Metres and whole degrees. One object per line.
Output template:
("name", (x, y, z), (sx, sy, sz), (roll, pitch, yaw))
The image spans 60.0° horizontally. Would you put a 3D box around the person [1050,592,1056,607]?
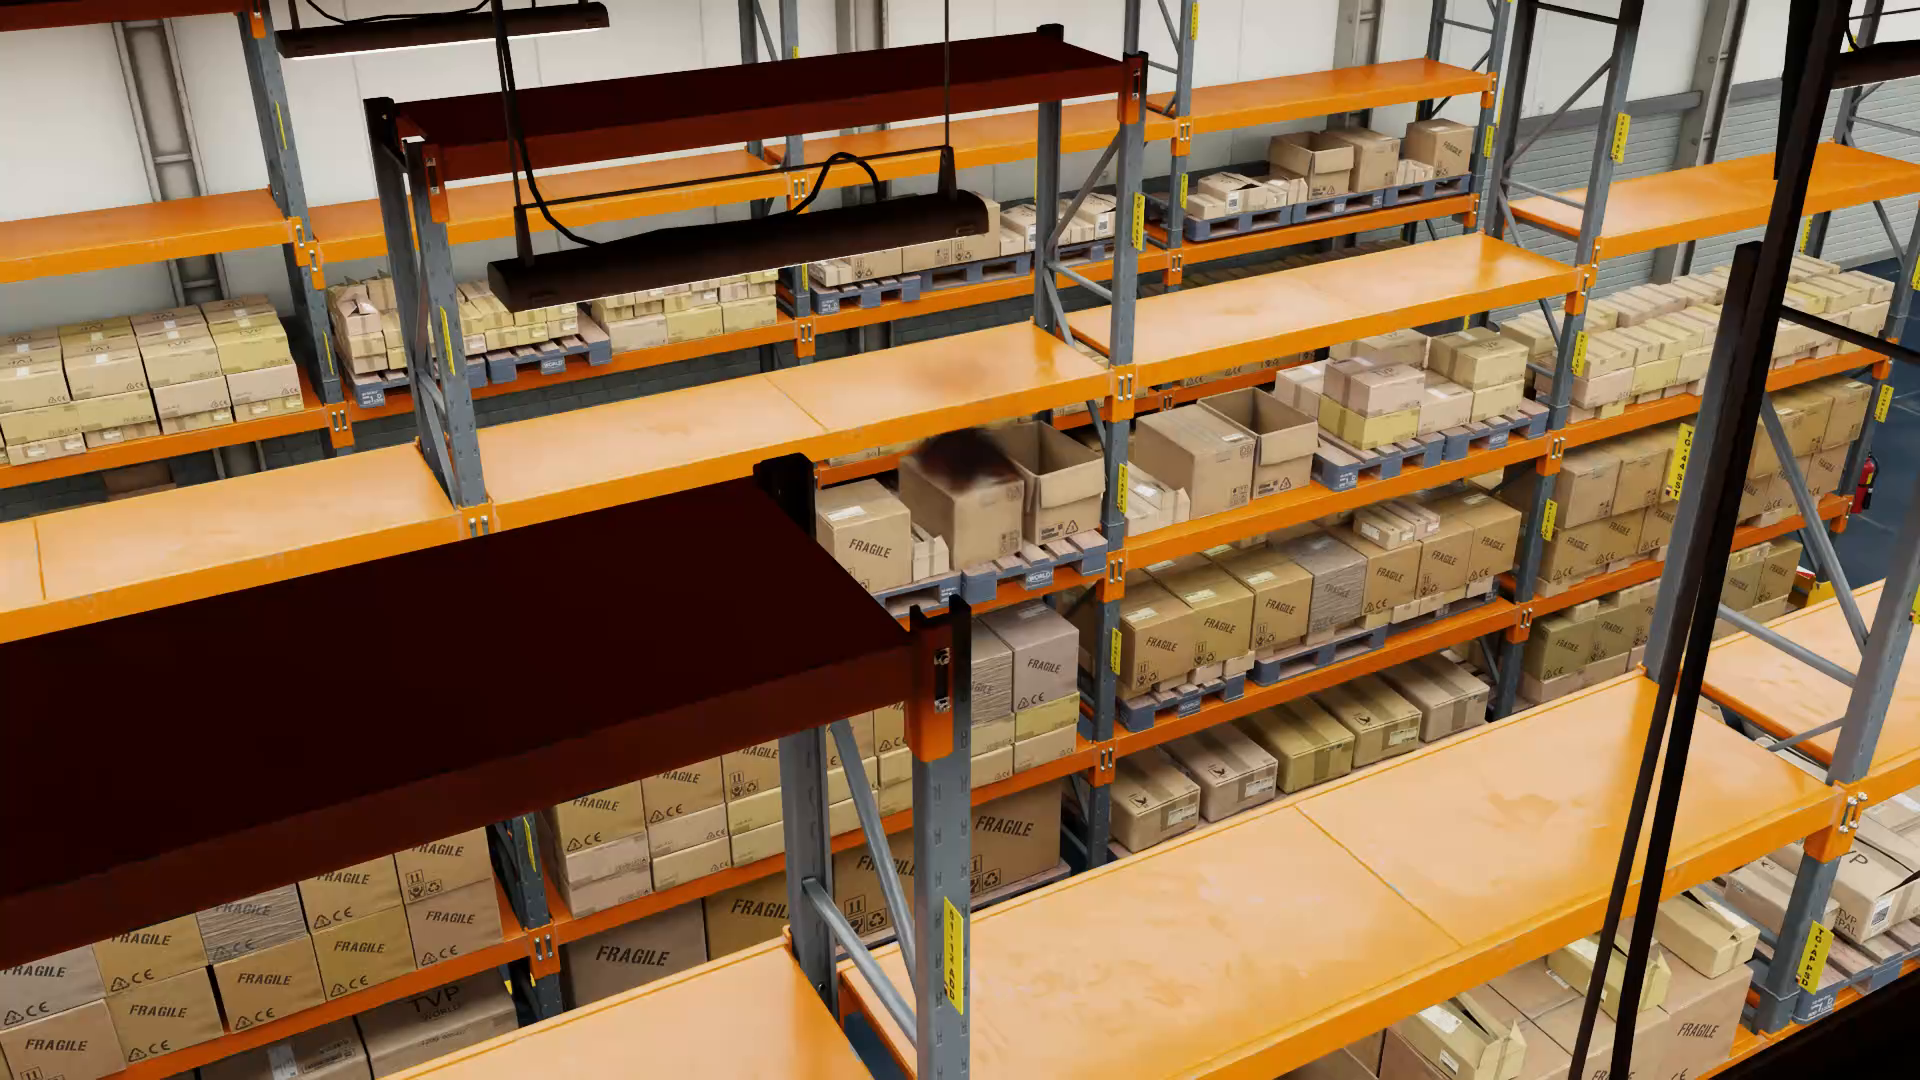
("person", (0.707, 0.190, 14.569), (0.732, 1.715, 0.540), (-18, 33, -31))
